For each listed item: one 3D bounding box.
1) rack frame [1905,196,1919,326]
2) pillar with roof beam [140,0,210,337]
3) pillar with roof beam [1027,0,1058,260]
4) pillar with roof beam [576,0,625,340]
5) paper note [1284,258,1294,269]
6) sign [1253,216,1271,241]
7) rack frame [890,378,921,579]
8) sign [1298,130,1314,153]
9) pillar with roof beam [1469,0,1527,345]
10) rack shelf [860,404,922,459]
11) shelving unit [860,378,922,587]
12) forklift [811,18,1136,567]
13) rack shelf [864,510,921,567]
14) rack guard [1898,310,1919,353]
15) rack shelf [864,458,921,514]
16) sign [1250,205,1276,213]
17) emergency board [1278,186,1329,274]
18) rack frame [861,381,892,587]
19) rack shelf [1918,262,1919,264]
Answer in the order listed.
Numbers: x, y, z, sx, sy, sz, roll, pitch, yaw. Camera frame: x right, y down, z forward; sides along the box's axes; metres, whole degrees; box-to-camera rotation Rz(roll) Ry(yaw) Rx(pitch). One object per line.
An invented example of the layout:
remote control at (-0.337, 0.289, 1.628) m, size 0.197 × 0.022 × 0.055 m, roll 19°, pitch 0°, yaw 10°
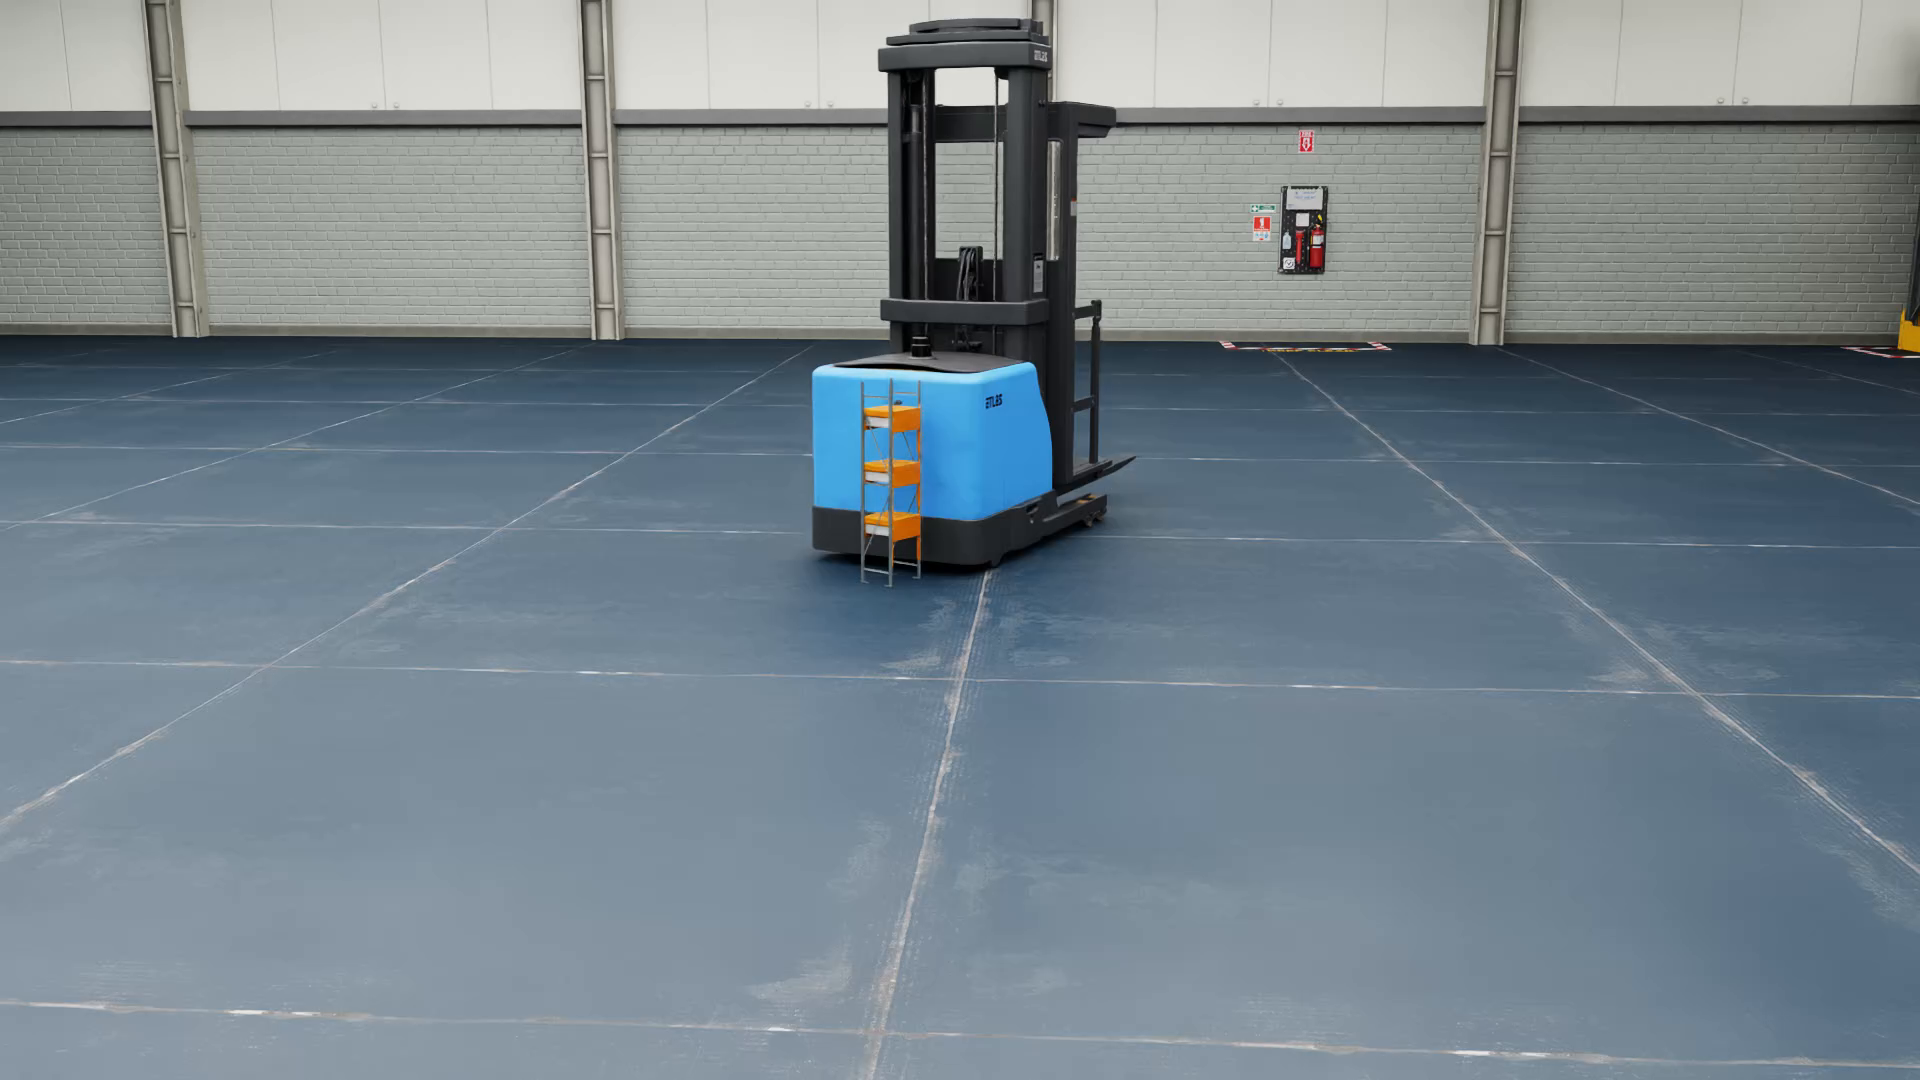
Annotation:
rack frame at (12.307, -3.858, 20.888) m, size 0.127 × 3.000 × 1.000 m, roll 1°, pitch 12°, yaw 4°
pillar with roof beam at (-11.170, -6.411, 18.438) m, size 0.400 × 9.000 × 9.100 m, roll 1°, pitch 12°, yaw 4°
pillar with roof beam at (0.803, -6.247, 17.653) m, size 0.400 × 9.000 × 9.100 m, roll 1°, pitch 12°, yaw 4°
pillar with roof beam at (-5.184, -6.329, 18.045) m, size 0.400 × 9.000 × 9.100 m, roll 1°, pitch 12°, yaw 4°
paper note at (4.442, -3.735, 22.447) m, size 0.142 × 0.148 × 0.016 m, roll 1°, pitch 12°, yaw 4°
sign at (4.069, -4.195, 22.411) m, size 0.234 × 0.329 × 0.001 m, roll 1°, pitch 12°, yaw 4°
rack frame at (-0.287, -0.321, 8.736) m, size 0.200 × 1.050 × 0.008 m, roll 8°, pitch 14°, yaw 34°
sign at (4.612, -5.304, 22.138) m, size 0.199 × 0.298 × 0.001 m, roll 1°, pitch 12°, yaw 4°
pillar with roof beam at (6.789, -6.165, 17.260) m, size 0.400 × 9.000 × 9.100 m, roll 1°, pitch 12°, yaw 4°
rack shelf at (-0.356, -0.570, 8.585) m, size 0.215 × 0.259 × 0.240 m, roll 8°, pitch 14°, yaw 34°
shelving unit at (-0.358, -0.302, 8.638) m, size 0.215 × 1.050 × 0.252 m, roll 8°, pitch 14°, yaw 34°
forklift at (0.266, -1.550, 10.021) m, size 1.130 × 2.935 × 3.031 m, roll 6°, pitch 13°, yaw 25°
rack shelf at (-0.360, -0.019, 8.694) m, size 0.215 × 0.259 × 0.240 m, roll 8°, pitch 14°, yaw 34°
rack guard at (12.383, -2.634, 21.139) m, size 0.348 × 0.500 × 1.175 m, roll 1°, pitch 12°, yaw 4°
rack shelf at (-0.358, -0.292, 8.640) m, size 0.215 × 0.259 × 0.240 m, roll 8°, pitch 14°, yaw 34°
sign at (4.073, -4.453, 22.348) m, size 0.331 × 0.109 × 0.001 m, roll 1°, pitch 12°, yaw 4°
emergency board at (4.614, -4.149, 22.278) m, size 0.643 × 1.169 × 0.194 m, roll 1°, pitch 12°, yaw 4°
rack frame at (-0.428, -0.283, 8.540) m, size 0.200 × 1.050 × 0.008 m, roll 8°, pitch 14°, yaw 34°
rack shelf at (14.303, -3.479, 20.830) m, size 4.000 × 0.370 × 1.077 m, roll 1°, pitch 12°, yaw 4°
